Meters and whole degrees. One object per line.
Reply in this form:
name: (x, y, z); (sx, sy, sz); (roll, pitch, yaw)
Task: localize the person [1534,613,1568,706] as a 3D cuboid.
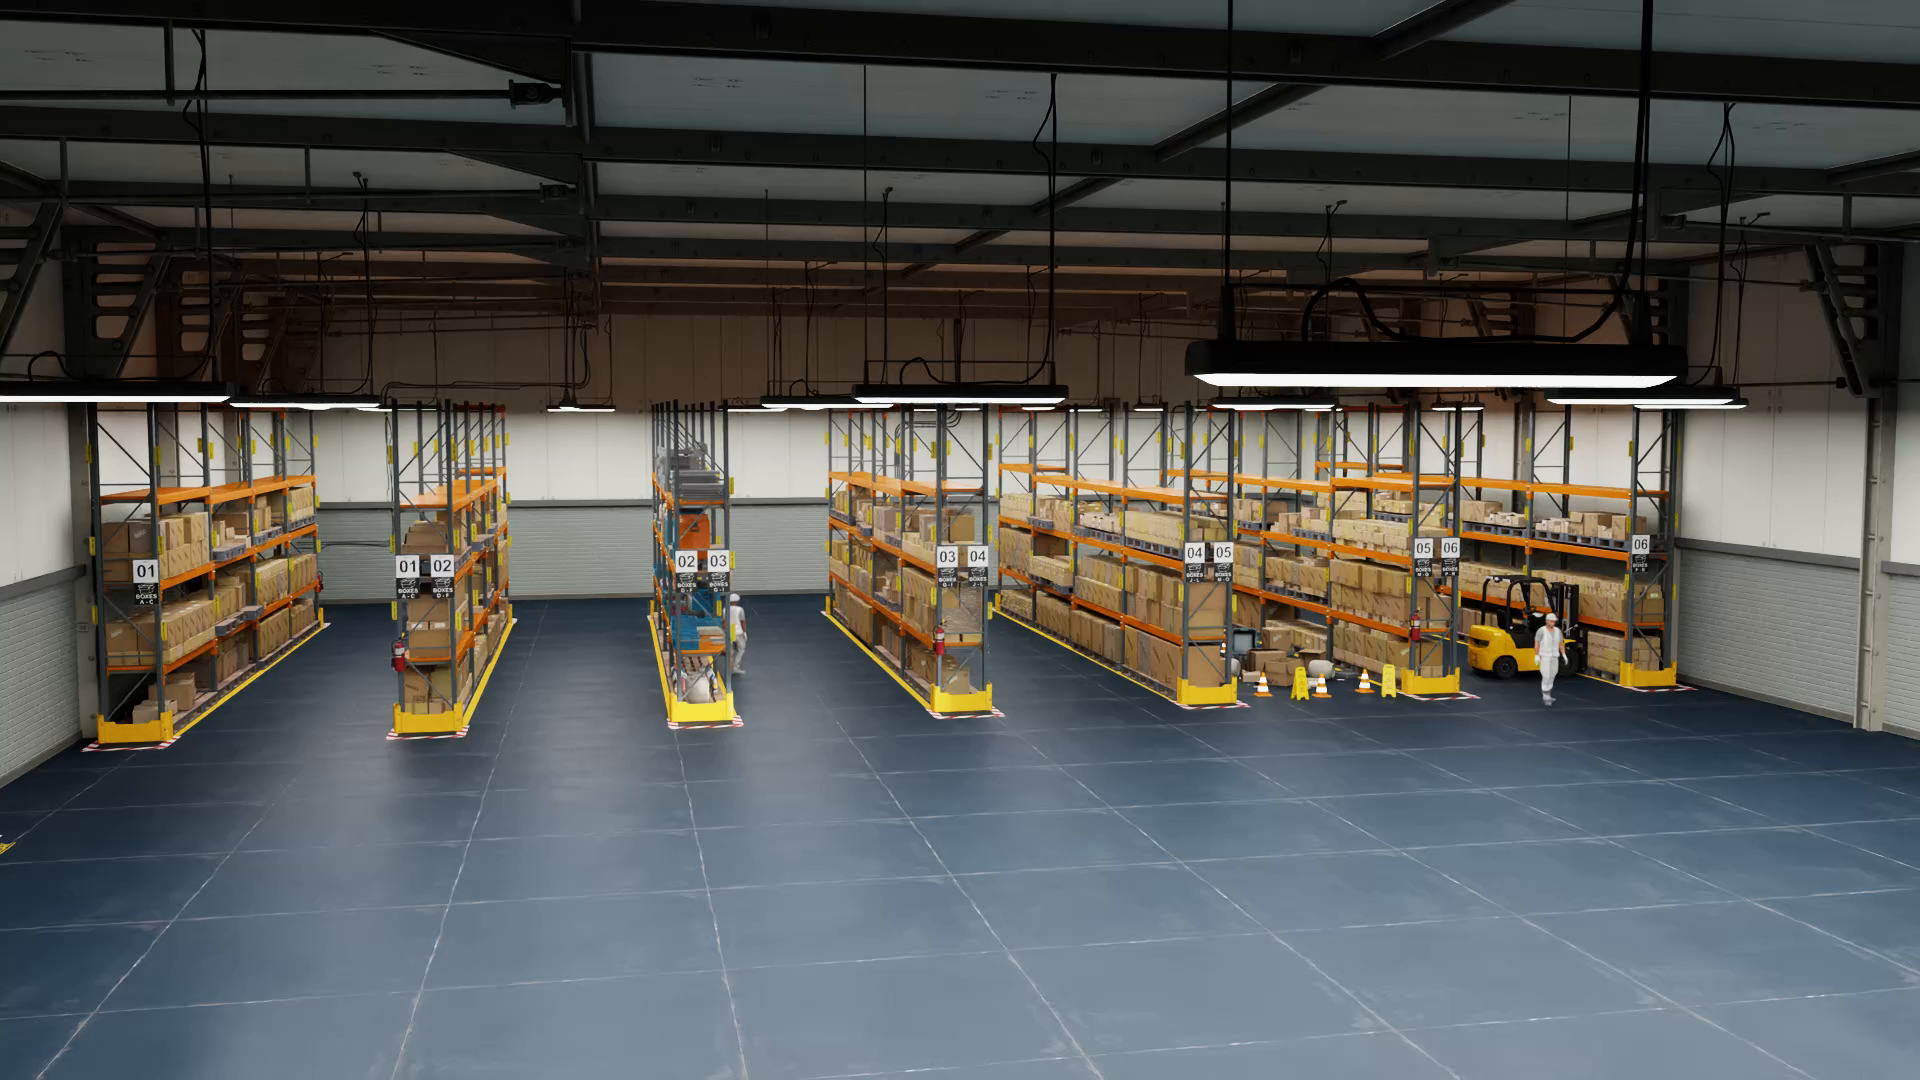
person: (11.708, 2.362, 32.952); (0.583, 1.830, 0.566); (-1, 4, -10)

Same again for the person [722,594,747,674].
person: (-4.977, 2.076, 36.668); (0.600, 1.785, 0.522); (2, 5, 25)
